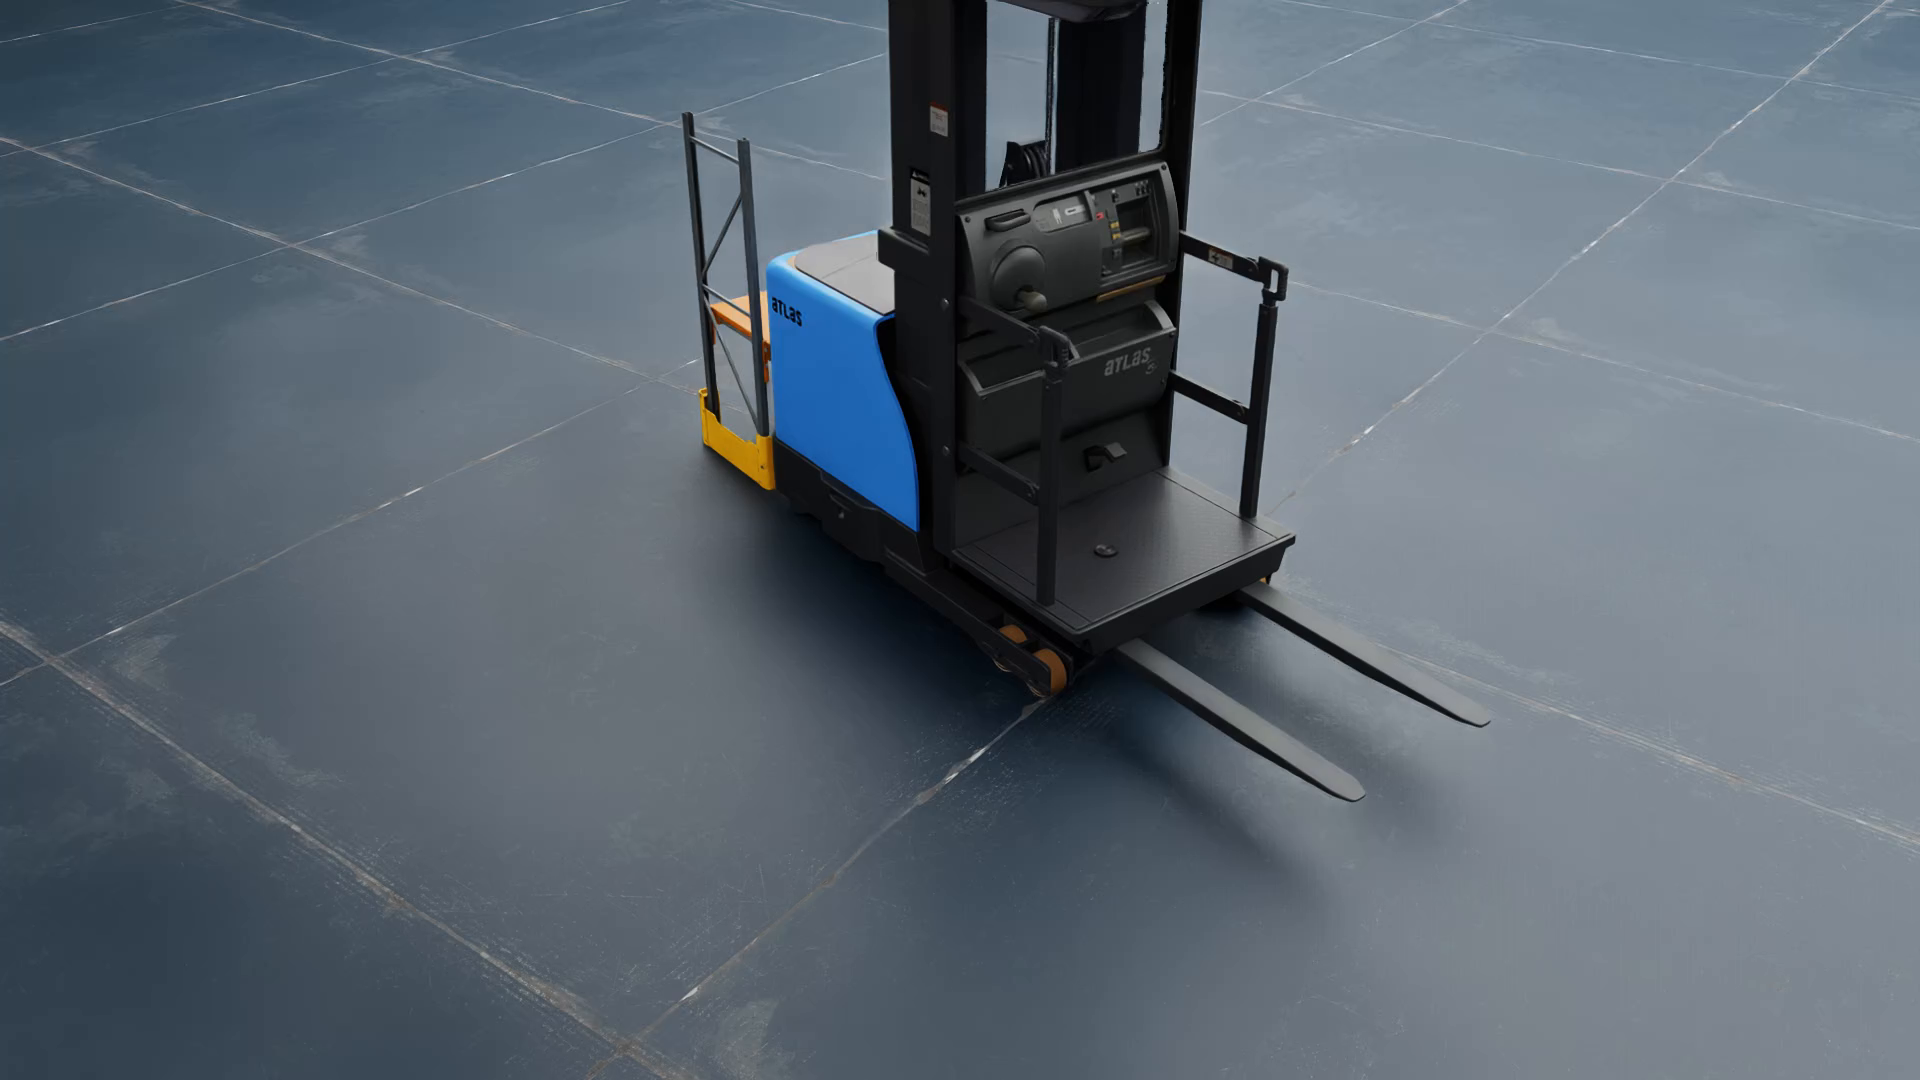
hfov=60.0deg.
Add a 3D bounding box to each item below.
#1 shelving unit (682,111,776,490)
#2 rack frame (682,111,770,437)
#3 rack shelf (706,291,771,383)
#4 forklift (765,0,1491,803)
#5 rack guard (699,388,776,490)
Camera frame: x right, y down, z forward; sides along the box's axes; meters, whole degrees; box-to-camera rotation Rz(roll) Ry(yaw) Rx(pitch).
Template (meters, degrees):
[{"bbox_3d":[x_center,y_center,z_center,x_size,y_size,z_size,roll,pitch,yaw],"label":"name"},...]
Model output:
[{"bbox_3d":[-0.561,-1.138,7.194,1.083,1.500,0.587,-20,36,-30],"label":"shelving unit"},{"bbox_3d":[-0.965,-0.989,6.942,0.032,1.500,0.500,-20,36,-30],"label":"rack frame"},{"bbox_3d":[-0.553,-0.986,7.290,1.000,0.185,0.538,-20,36,-30],"label":"rack shelf"},{"bbox_3d":[0.519,-0.998,5.559,1.130,2.935,3.031,-22,37,-32],"label":"forklift"},{"bbox_3d":[-0.961,-0.449,7.258,0.087,0.250,0.587,-20,36,-30],"label":"rack guard"}]
